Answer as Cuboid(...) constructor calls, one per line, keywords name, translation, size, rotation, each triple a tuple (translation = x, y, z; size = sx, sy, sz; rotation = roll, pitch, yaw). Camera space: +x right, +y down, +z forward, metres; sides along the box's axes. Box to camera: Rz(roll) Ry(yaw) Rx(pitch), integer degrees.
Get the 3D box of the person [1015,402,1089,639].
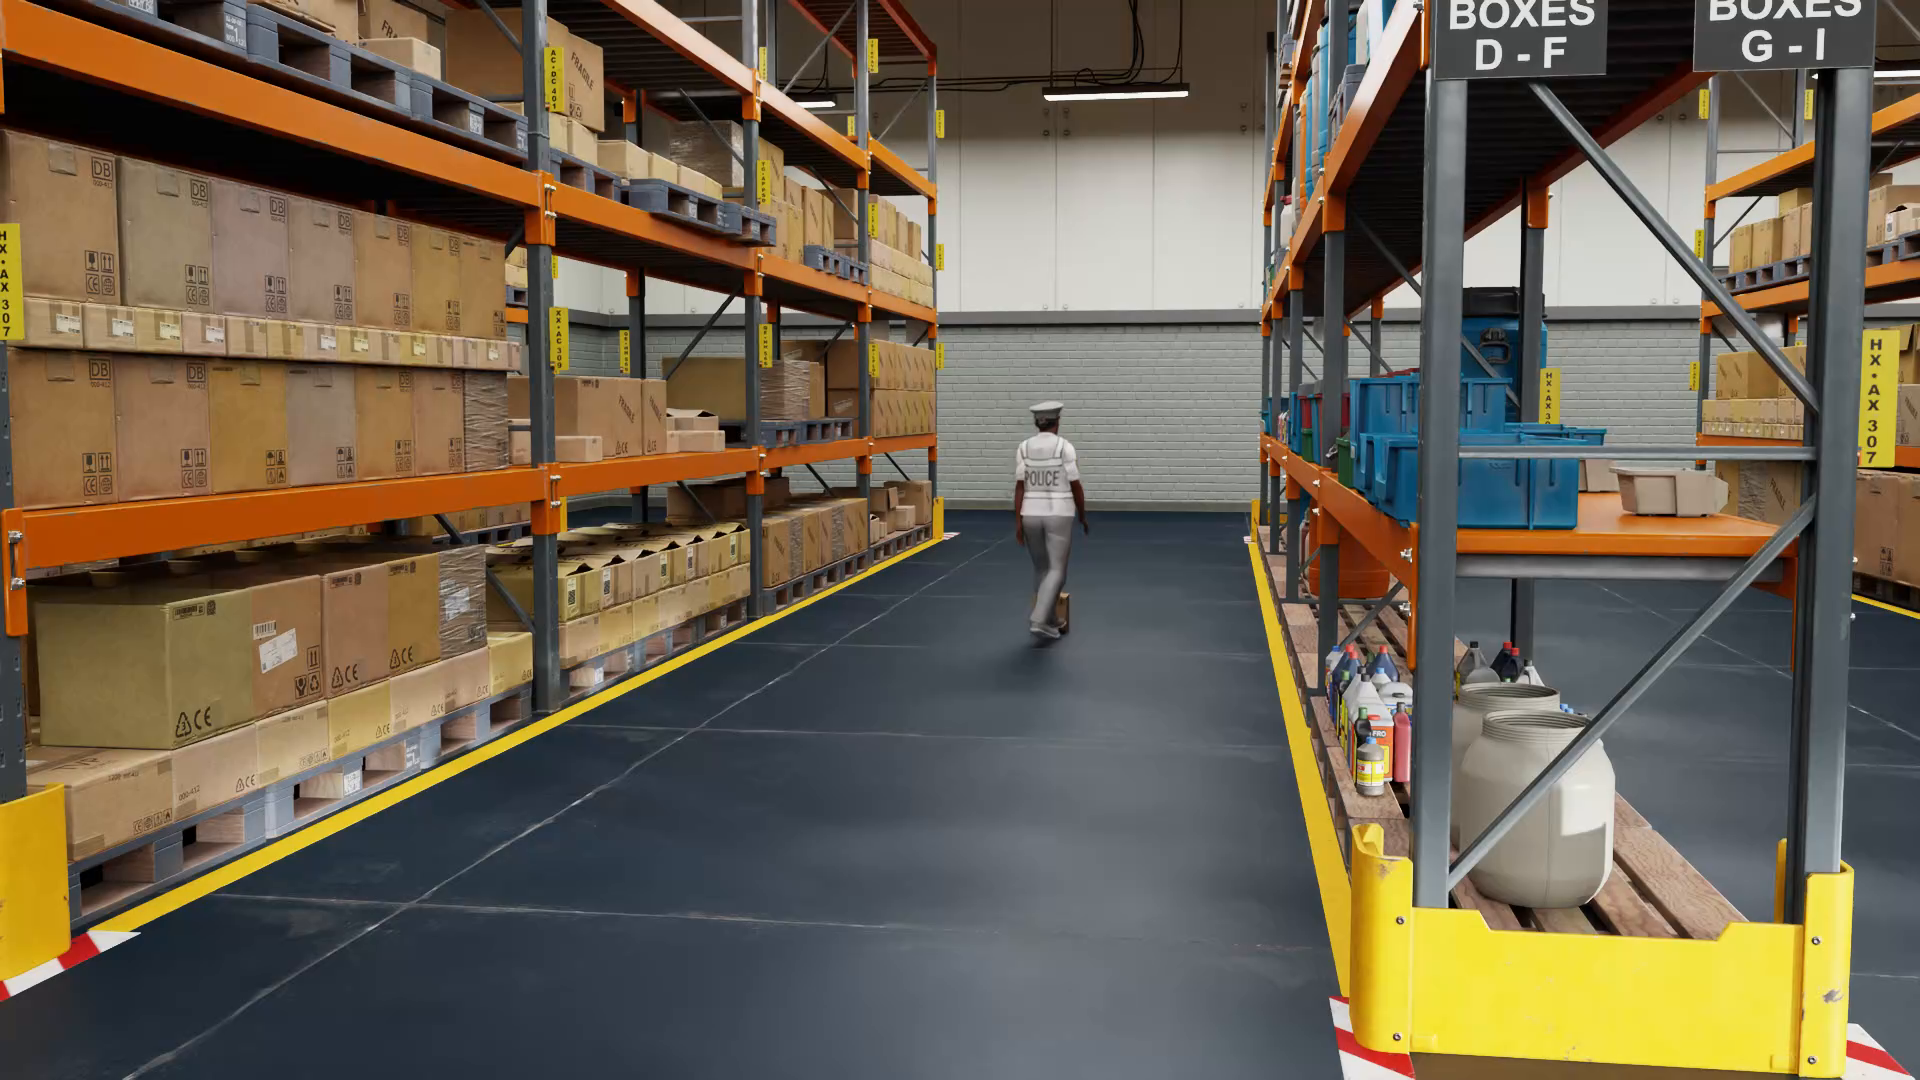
Cuboid(name="person", translation=(0.624, -0.137, 11.530), size=(0.450, 1.630, 0.910), rotation=(2, 5, 28))
